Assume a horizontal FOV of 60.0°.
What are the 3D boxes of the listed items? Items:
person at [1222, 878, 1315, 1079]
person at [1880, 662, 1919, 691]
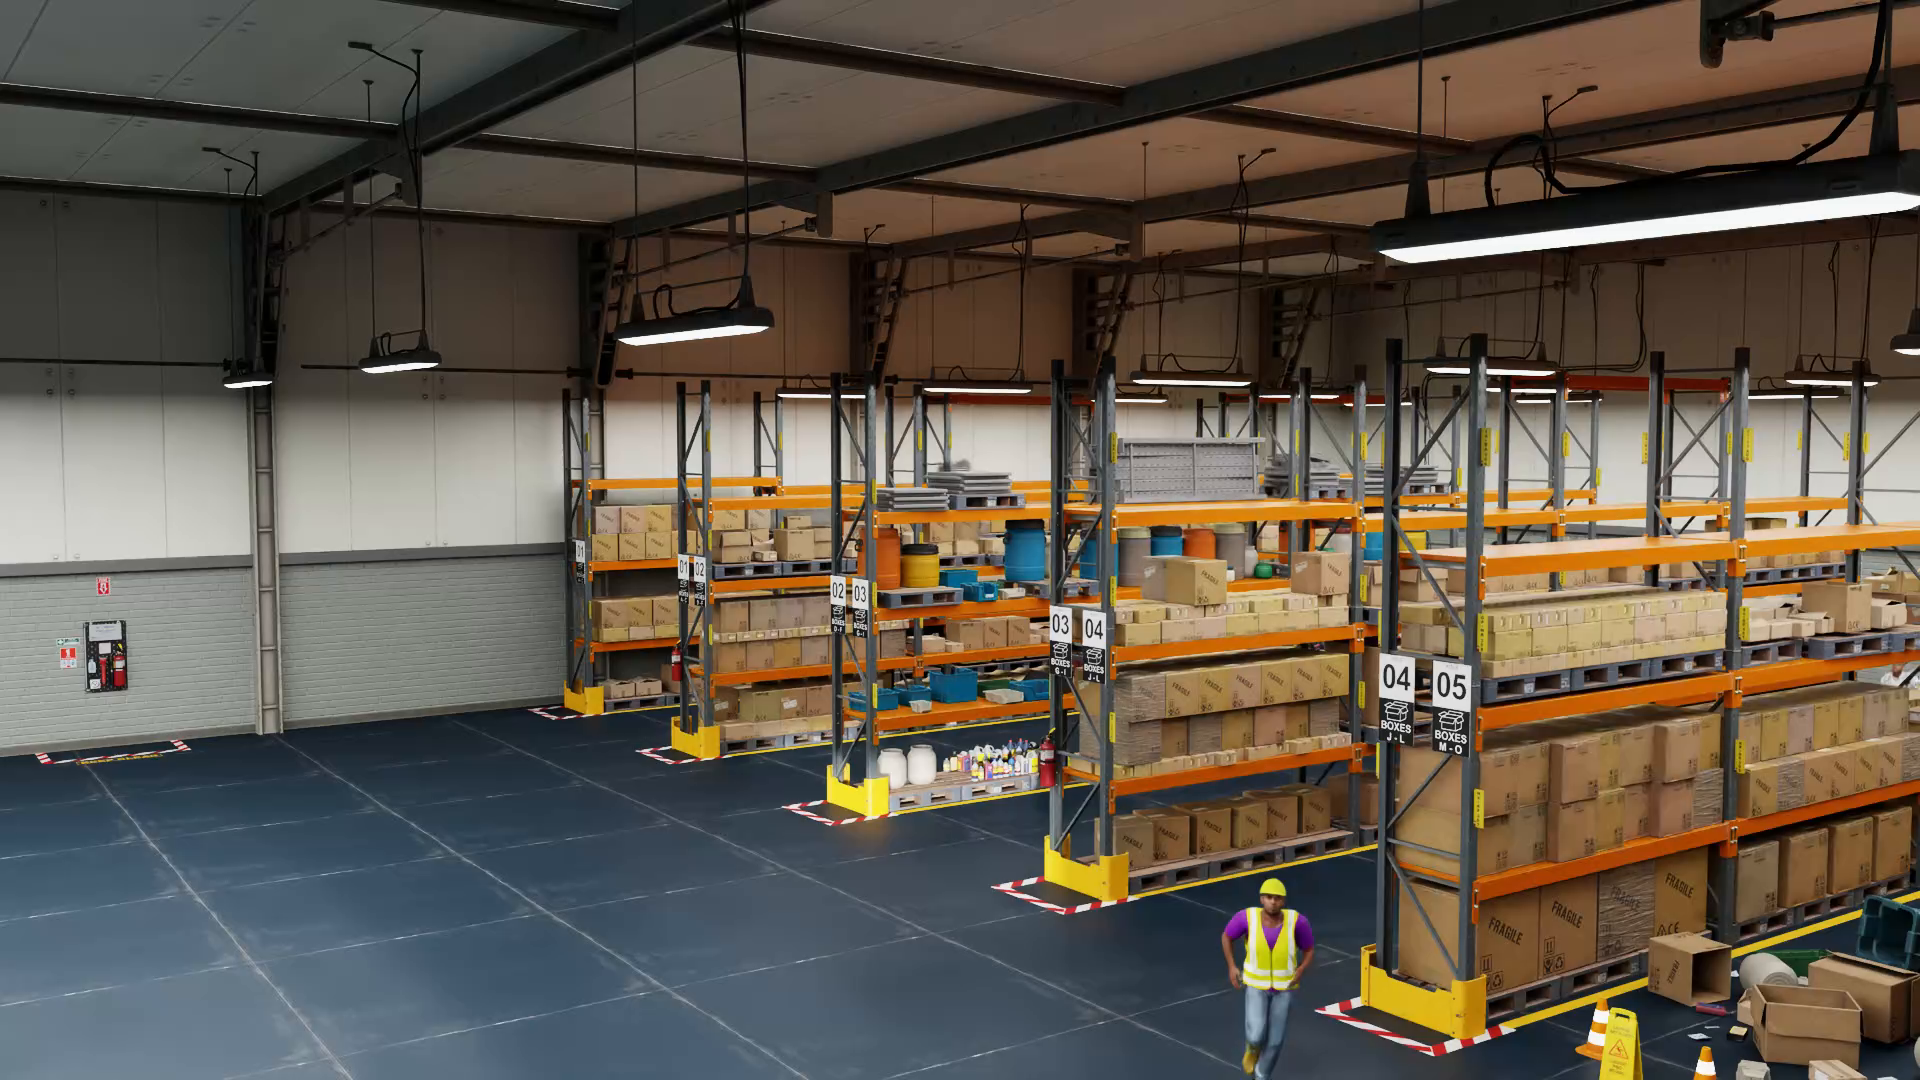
[{"bbox_3d":[2.409,3.474,12.945,0.710,1.719,0.566,0,4,5],"label":"person"},{"bbox_3d":[14.634,2.648,25.876,0.656,1.728,0.692,-4,5,-44],"label":"person"}]
